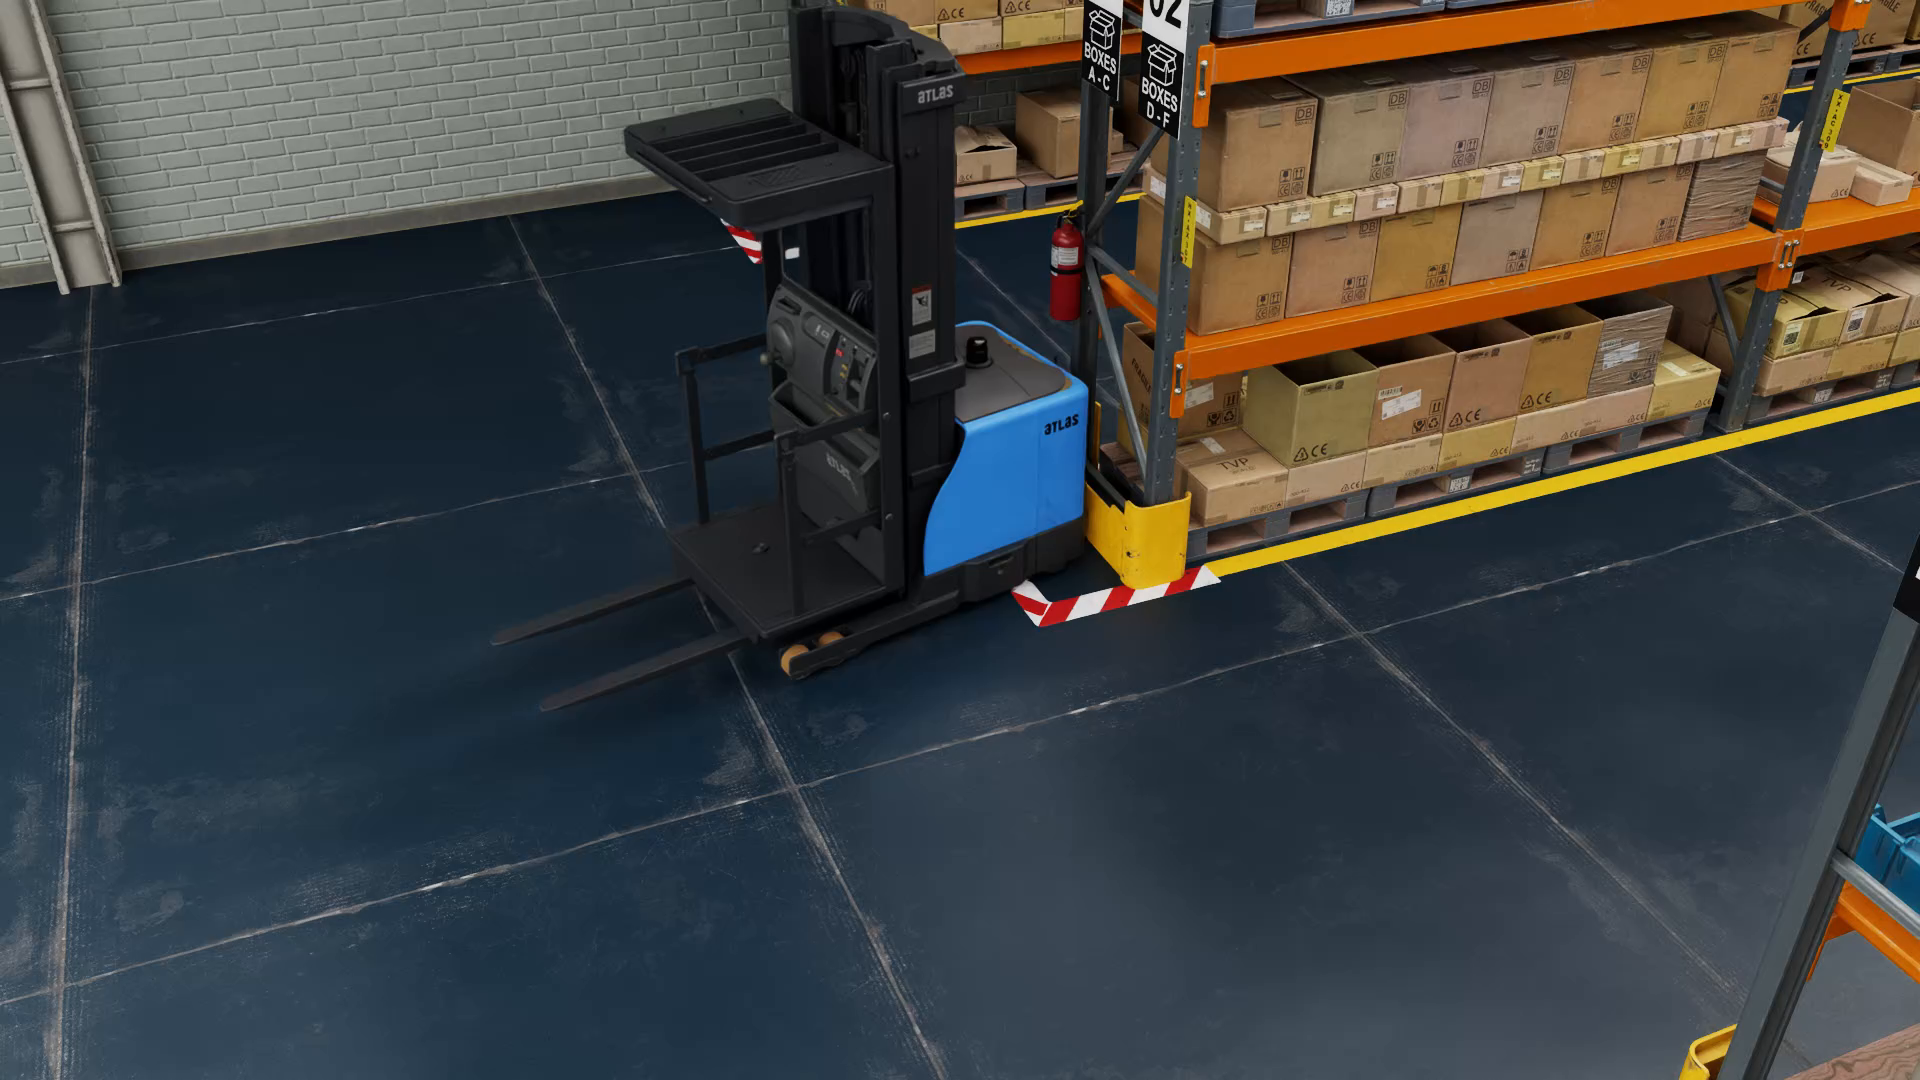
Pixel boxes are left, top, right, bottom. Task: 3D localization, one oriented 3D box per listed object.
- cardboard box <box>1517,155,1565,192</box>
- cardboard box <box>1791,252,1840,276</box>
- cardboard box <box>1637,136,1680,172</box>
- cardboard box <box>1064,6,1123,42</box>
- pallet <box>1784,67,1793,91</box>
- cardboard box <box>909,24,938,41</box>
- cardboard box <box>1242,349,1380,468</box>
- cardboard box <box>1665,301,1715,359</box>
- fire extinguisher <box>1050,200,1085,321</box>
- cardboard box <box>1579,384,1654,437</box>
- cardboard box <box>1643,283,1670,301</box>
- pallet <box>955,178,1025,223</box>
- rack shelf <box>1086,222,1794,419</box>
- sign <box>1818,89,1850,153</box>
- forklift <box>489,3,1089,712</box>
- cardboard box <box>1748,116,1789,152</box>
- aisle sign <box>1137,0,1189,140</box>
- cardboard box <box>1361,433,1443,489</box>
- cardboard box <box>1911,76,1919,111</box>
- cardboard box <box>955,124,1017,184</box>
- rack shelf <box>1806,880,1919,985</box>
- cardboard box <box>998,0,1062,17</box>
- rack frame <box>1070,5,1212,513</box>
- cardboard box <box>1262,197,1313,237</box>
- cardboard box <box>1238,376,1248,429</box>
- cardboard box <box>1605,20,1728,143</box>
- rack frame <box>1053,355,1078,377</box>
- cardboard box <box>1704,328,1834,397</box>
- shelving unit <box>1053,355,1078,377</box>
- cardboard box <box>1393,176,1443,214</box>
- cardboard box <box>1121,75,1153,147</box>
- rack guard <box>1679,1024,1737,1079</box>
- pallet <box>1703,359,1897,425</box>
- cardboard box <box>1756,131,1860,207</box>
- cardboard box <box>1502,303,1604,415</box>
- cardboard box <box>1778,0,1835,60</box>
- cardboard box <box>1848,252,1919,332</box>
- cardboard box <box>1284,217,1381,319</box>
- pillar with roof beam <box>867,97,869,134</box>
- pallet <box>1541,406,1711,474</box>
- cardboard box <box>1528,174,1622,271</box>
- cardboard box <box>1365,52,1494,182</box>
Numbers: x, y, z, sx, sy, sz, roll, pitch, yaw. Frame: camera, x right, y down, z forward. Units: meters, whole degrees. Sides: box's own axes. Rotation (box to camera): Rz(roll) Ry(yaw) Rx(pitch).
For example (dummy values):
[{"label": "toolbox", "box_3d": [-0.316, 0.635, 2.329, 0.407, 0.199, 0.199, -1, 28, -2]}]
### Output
[{"label": "cardboard box", "box_3d": [2.962, -1.989, 8.787, 0.250, 0.149, 0.380, -12, 35, -17]}, {"label": "cardboard box", "box_3d": [5.284, -1.766, 10.754, 0.500, 0.311, 0.500, -12, 35, -18]}, {"label": "cardboard box", "box_3d": [3.666, -2.150, 9.035, 0.250, 0.149, 0.380, -13, 35, -19]}, {"label": "cardboard box", "box_3d": [0.920, -4.026, 12.725, 0.500, 0.250, 0.500, -13, 35, -19]}, {"label": "pallet", "box_3d": [7.068, -4.459, 15.828, 1.213, 0.211, 1.003, -13, 35, -19]}, {"label": "cardboard box", "box_3d": [-0.492, -3.699, 12.222, 0.500, 0.250, 0.500, -14, 36, -20]}, {"label": "cardboard box", "box_3d": [1.897, -0.766, 9.043, 0.500, 0.500, 0.500, -13, 35, -19]}, {"label": "cardboard box", "box_3d": [4.815, -1.422, 10.739, 0.500, 0.250, 0.500, -13, 35, -19]}, {"label": "fire extinguisher", "box_3d": [0.568, -1.496, 8.788, 0.183, 0.674, 0.296, -13, 35, -19]}, {"label": "cardboard box", "box_3d": [3.737, -0.880, 9.906, 0.500, 0.250, 0.500, -13, 35, -19]}, {"label": "cardboard box", "box_3d": [3.996, -1.562, 10.267, 0.500, 0.500, 0.500, -13, 35, -19]}, {"label": "pallet", "box_3d": [-0.232, -2.811, 13.295, 1.213, 0.211, 1.003, -13, 35, -19]}, {"label": "rack shelf", "box_3d": [2.700, -1.441, 9.292, 4.000, 0.370, 1.077, -13, 35, -19]}, {"label": "sign", "box_3d": [4.761, -2.282, 9.058, 0.005, 0.325, 0.100, -13, 35, -19]}, {"label": "forklift", "box_3d": [-0.835, -0.877, 7.829, 3.031, 2.935, 1.130, -20, 38, -28]}, {"label": "cardboard box", "box_3d": [4.377, -2.313, 9.287, 0.250, 0.149, 0.380, -13, 35, -19]}, {"label": "aisle sign", "box_3d": [0.914, -2.242, 7.480, 0.004, 0.787, 0.394, -13, 35, -19]}, {"label": "cardboard box", "box_3d": [2.358, -0.558, 9.411, 0.500, 0.250, 0.500, -13, 35, -19]}, {"label": "cardboard box", "box_3d": [6.207, -2.578, 10.287, 0.500, 0.500, 0.500, -13, 35, -19]}, {"label": "cardboard box", "box_3d": [0.134, -3.089, 13.227, 0.500, 0.311, 0.500, -10, 34, -15]}, {"label": "rack shelf", "box_3d": [4.615, 1.051, 5.462, 4.000, 0.370, 1.077, -13, 35, -19]}, {"label": "cardboard box", "box_3d": [0.430, -4.225, 12.343, 0.500, 0.500, 0.500, -14, 36, -20]}, {"label": "rack frame", "box_3d": [0.856, -1.320, 8.447, 0.127, 3.000, 1.000, -13, 35, -19]}, {"label": "cardboard box", "box_3d": [1.544, -1.666, 8.291, 0.250, 0.149, 0.380, -14, 36, -20]}, {"label": "cardboard box", "box_3d": [1.693, -0.717, 9.656, 0.500, 0.250, 0.500, -13, 35, -19]}, {"label": "cardboard box", "box_3d": [3.672, -2.546, 9.050, 0.500, 0.500, 0.700, -13, 35, -19]}, {"label": "rack frame", "box_3d": [0.553, -0.567, 9.221, 0.006, 0.900, 0.240, -14, 35, -25]}, {"label": "cardboard box", "box_3d": [5.012, -1.149, 10.319, 0.500, 0.250, 0.500, -14, 35, -20]}, {"label": "shelving unit", "box_3d": [0.463, -0.545, 9.178, 0.210, 0.900, 0.258, -14, 35, -25]}, {"label": "cardboard box", "box_3d": [2.253, -1.827, 8.540, 0.250, 0.149, 0.380, -14, 36, -21]}, {"label": "cardboard box", "box_3d": [1.682, -3.552, 13.766, 0.500, 0.500, 0.500, -16, 36, -22]}, {"label": "rack guard", "box_3d": [2.822, 2.179, 5.360, 0.348, 0.500, 1.175, -13, 35, -19]}, {"label": "pallet", "box_3d": [5.209, -1.171, 10.774, 1.213, 0.211, 1.003, -13, 35, -19]}, {"label": "cardboard box", "box_3d": [4.982, -2.228, 9.979, 0.500, 0.250, 0.500, -11, 35, -16]}, {"label": "cardboard box", "box_3d": [3.277, -1.088, 9.538, 0.500, 0.500, 0.500, -13, 35, -19]}, {"label": "cardboard box", "box_3d": [7.851, -5.045, 15.758, 0.750, 0.750, 0.750, -13, 35, -19]}, {"label": "cardboard box", "box_3d": [5.962, -1.598, 10.496, 0.500, 0.311, 0.500, -14, 36, -20]}, {"label": "cardboard box", "box_3d": [1.774, -1.568, 8.735, 0.500, 0.500, 0.700, -12, 35, -18]}, {"label": "pillar with roof beam", "box_3d": [0.912, -4.743, 8.206, 0.400, 9.000, 9.100, -13, 35, -19]}, {"label": "pallet", "box_3d": [3.795, -0.849, 10.279, 1.213, 0.211, 1.003, -13, 35, -19]}, {"label": "cardboard box", "box_3d": [3.190, -1.891, 9.233, 0.500, 0.500, 0.700, -12, 35, -18]}, {"label": "cardboard box", "box_3d": [2.288, -2.230, 8.563, 0.500, 0.500, 0.700, -13, 35, -19]}]
